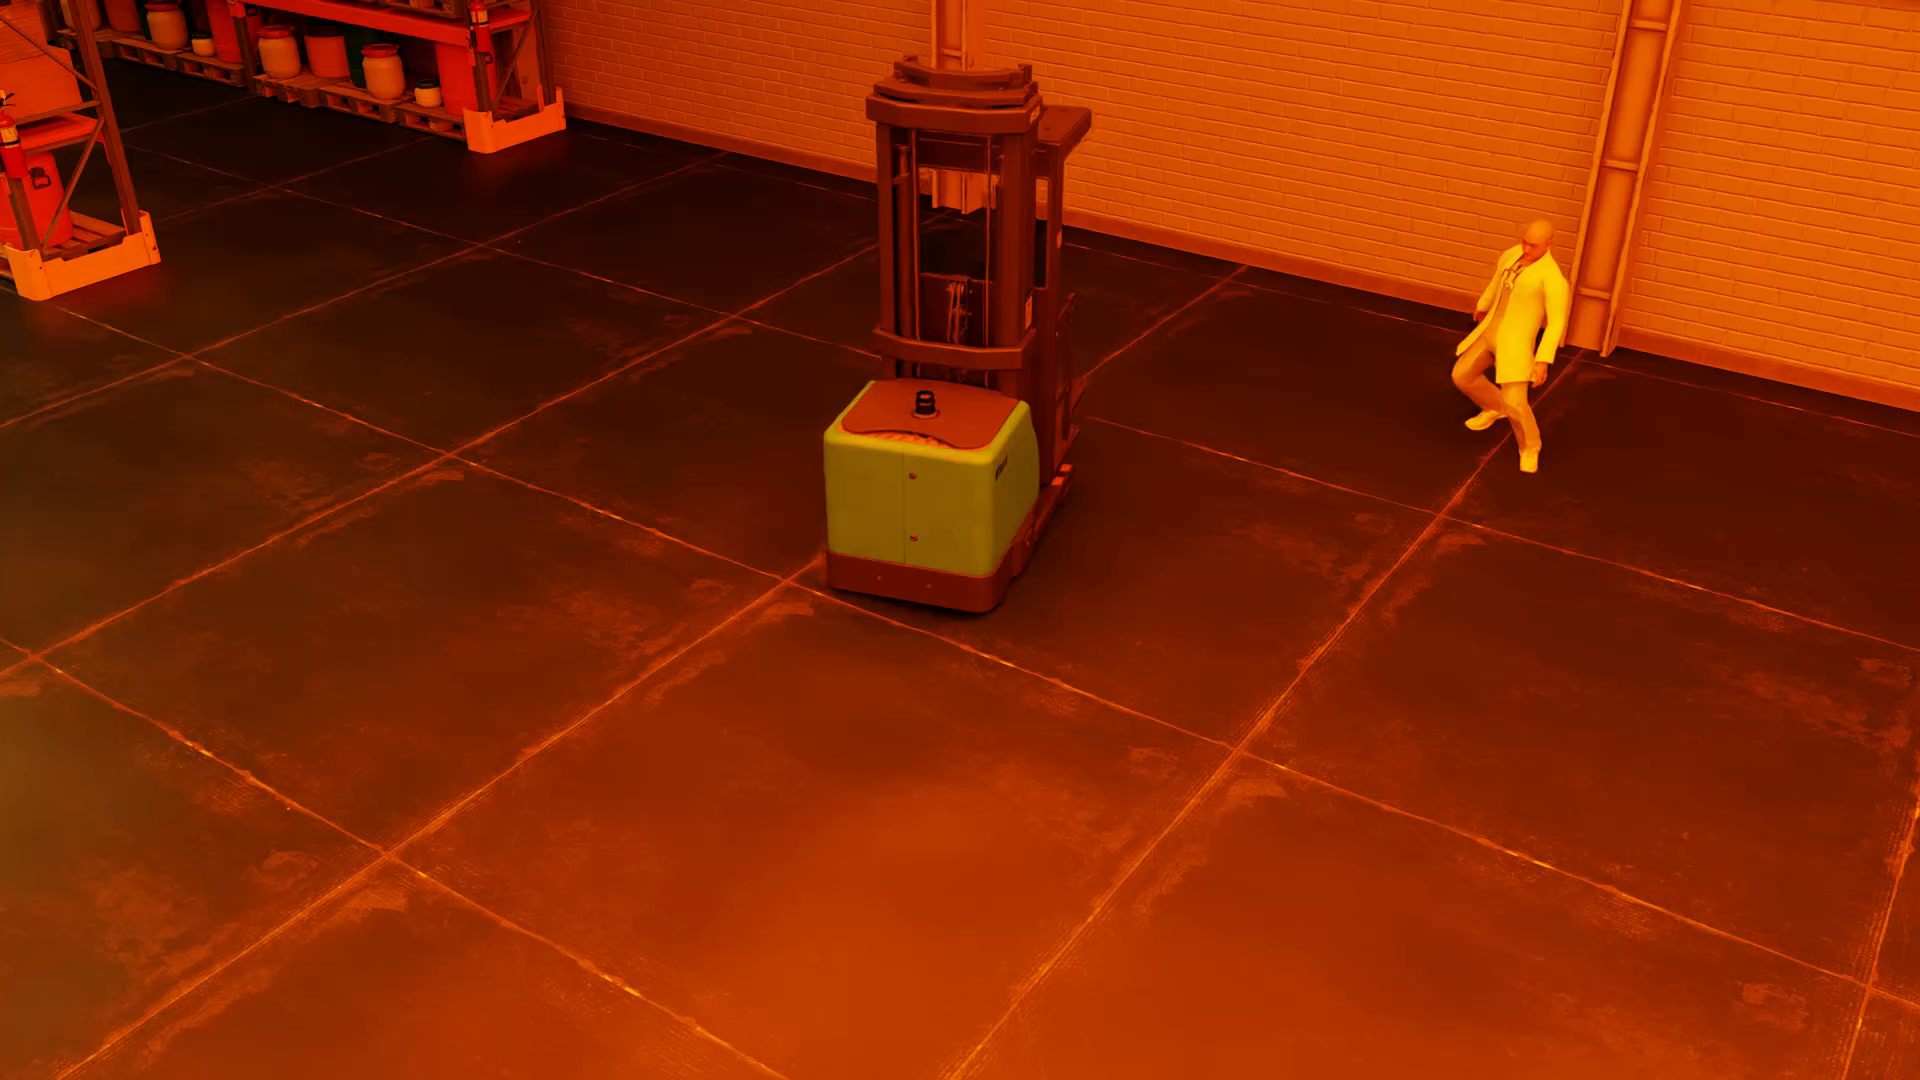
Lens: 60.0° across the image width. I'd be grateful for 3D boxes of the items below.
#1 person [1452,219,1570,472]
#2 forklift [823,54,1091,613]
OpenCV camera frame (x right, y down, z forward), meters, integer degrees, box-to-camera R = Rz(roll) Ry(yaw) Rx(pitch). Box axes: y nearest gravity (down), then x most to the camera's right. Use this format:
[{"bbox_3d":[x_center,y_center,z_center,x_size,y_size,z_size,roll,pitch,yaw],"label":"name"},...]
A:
[{"bbox_3d":[3.713,-1.382,11.217,0.574,1.684,0.942,-9,31,-15],"label":"person"},{"bbox_3d":[0.142,-1.574,10.292,1.130,2.935,3.031,9,31,15],"label":"forklift"}]
